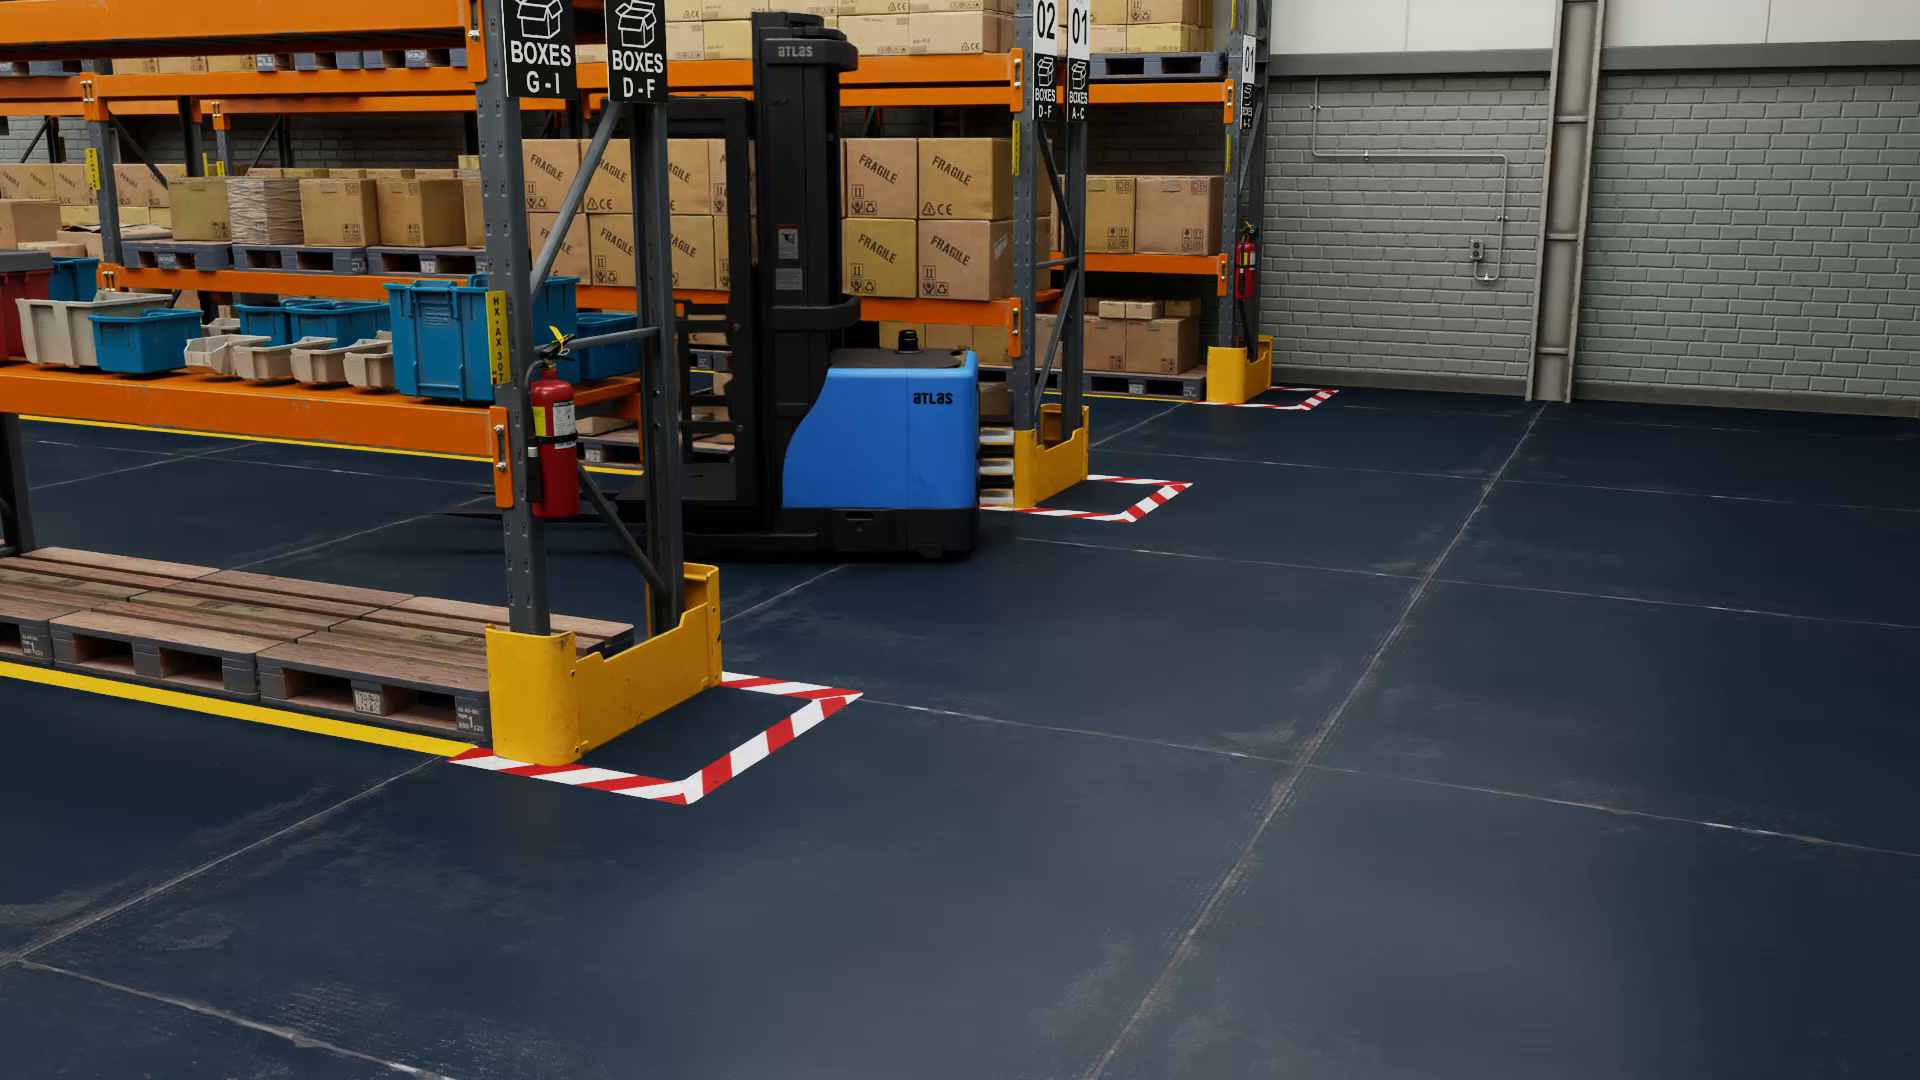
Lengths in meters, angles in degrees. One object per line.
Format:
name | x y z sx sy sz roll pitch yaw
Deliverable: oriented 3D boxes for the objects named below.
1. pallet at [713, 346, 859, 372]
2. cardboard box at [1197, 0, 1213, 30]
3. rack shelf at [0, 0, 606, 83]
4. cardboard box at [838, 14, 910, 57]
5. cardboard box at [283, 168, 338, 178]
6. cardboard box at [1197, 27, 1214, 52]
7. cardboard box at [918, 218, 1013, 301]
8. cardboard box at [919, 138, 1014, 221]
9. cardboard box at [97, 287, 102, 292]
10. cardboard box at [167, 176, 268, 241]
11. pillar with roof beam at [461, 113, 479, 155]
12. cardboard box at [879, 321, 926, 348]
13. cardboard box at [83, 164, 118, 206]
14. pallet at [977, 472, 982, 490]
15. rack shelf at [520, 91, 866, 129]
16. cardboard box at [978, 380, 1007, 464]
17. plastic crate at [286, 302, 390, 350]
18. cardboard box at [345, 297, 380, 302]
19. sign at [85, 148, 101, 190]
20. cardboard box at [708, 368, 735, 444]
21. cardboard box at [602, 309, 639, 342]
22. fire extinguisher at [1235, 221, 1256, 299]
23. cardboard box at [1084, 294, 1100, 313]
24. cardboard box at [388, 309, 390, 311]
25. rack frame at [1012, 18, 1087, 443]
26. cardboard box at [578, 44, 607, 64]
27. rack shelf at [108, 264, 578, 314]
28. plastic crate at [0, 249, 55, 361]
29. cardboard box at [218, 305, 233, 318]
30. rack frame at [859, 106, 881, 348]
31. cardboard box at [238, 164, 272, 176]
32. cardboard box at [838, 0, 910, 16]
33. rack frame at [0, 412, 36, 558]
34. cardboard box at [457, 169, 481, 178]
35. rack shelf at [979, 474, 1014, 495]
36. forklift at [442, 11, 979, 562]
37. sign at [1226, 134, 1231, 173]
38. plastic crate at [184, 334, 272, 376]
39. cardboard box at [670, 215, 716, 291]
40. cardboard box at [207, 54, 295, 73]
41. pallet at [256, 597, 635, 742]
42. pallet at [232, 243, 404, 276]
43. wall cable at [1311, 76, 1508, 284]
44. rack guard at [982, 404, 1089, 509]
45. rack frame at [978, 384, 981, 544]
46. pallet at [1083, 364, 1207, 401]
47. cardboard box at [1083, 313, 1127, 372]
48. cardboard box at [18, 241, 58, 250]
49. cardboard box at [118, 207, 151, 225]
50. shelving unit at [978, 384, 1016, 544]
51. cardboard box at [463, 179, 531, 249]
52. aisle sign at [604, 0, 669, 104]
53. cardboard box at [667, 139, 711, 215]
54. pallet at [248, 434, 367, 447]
pallet | -1.804 -1.889 17.343 1.213 0.211 1.003 6 14 23
cardboard box | 2.019 -4.944 15.243 0.500 0.500 0.500 5 14 21
rack shelf | -3.252 -2.047 6.920 4.000 0.370 1.077 6 14 23
cardboard box | -0.443 -3.214 10.649 0.500 0.250 0.500 6 14 23
cardboard box | -7.423 -4.087 19.423 0.500 0.500 0.700 7 15 29
cardboard box | 2.021 -4.580 15.332 0.500 0.250 0.500 7 15 26
cardboard box | 0.066 -1.819 10.722 0.500 0.500 0.500 6 15 25
cardboard box | 0.068 -2.305 10.605 0.500 0.500 0.500 6 14 23
cardboard box | -10.922 -3.071 21.199 0.500 0.311 0.500 7 15 28
cardboard box | -6.107 -2.744 13.747 0.500 0.500 0.700 1 13 4
pillar with roof beam | -7.307 -5.884 15.130 0.400 9.000 9.100 6 14 23
cardboard box | -0.426 -2.088 16.639 0.500 0.500 0.700 6 14 24
cardboard box | -10.331 -4.354 20.387 0.500 0.500 0.500 6 15 25
pallet | -0.213 -0.509 11.462 1.213 0.211 1.003 6 14 23
rack shelf | -2.897 -4.486 17.316 4.000 0.370 1.077 6 14 23
cardboard box | -0.011 -0.782 11.030 0.500 0.500 0.500 6 14 23
plastic crate | -2.720 -0.913 7.314 0.300 0.233 0.416 6 14 23
cardboard box | -6.760 -2.771 19.506 0.500 0.500 0.700 6 14 24
sign | -6.950 -2.974 13.326 0.005 0.325 0.100 6 14 23
cardboard box | -1.351 -0.982 11.875 0.637 0.503 0.797 6 14 23
cardboard box | -3.308 -2.541 17.805 0.750 0.750 0.750 6 14 23
fire extinguisher | 2.540 -2.491 14.791 0.183 0.674 0.296 6 14 23
cardboard box | 1.179 -2.292 16.087 0.250 0.149 0.380 6 14 24
cardboard box | -4.788 -1.753 13.526 0.500 0.250 0.500 5 14 22
rack frame | 0.586 -1.786 10.799 0.127 3.000 1.000 6 14 23
cardboard box | -2.271 -3.399 11.438 0.500 0.250 0.500 6 14 23
rack shelf | -4.900 -1.991 13.248 4.000 0.370 1.077 6 14 23
plastic crate | -4.366 -1.047 7.380 0.583 0.464 0.402 6 14 23
cardboard box | -8.884 -2.809 20.400 0.250 0.166 0.380 4 14 16
rack frame | -1.068 -3.191 16.788 0.127 3.000 1.000 6 14 23
cardboard box | -8.728 -4.320 20.243 0.500 0.500 0.500 5 14 22
cardboard box | -0.444 -3.457 10.589 0.500 0.250 0.500 6 14 23
rack frame | -5.081 -1.122 7.969 0.127 3.000 1.000 6 14 23
cardboard box | -5.159 -3.865 18.480 0.500 0.500 0.700 4 14 17
rack shelf | 0.215 -0.323 9.703 0.200 0.077 0.258 0 13 2
forklift | -1.411 -1.425 9.412 3.031 2.935 1.130 0 13 2
sign | 2.357 -3.388 14.573 0.005 0.325 0.100 6 14 23
plastic crate | -3.044 -0.764 6.891 0.250 0.136 0.298 6 14 23
cardboard box | -1.790 -2.007 11.523 0.500 0.500 0.500 6 14 23
cardboard box | -5.374 -3.906 13.052 0.500 0.500 0.910 6 14 23
pallet | -2.162 0.522 7.070 1.213 0.211 1.003 6 14 23
pallet | -4.948 -2.254 13.213 1.213 0.211 1.003 6 14 23
wall cable | 4.143 -3.395 15.431 1.851 1.984 0.084 6 14 23
rack guard | 0.517 -0.576 11.115 0.348 0.500 1.175 6 14 23
rack frame | 0.113 -0.444 9.679 0.006 0.900 0.240 0 13 2
pallet | 1.826 -1.521 15.775 1.213 0.211 1.003 6 14 23
cardboard box | 1.451 -1.899 15.832 0.500 0.500 0.700 6 14 23
cardboard box | -7.917 -2.510 14.436 0.250 0.149 0.380 7 15 27
cardboard box | -9.857 -3.940 20.263 0.500 0.250 0.500 6 14 23
shelving unit | 0.215 -0.444 9.675 0.210 0.900 0.258 0 13 2
cardboard box | -3.414 -2.500 12.703 0.500 0.500 0.700 1 13 4
aisle sign | -1.238 -2.073 6.331 0.004 0.787 0.394 6 14 23
cardboard box | -1.813 -2.494 11.409 0.500 0.500 0.500 5 14 22
pallet | -4.950 -0.978 13.462 1.213 0.211 1.003 6 14 23
